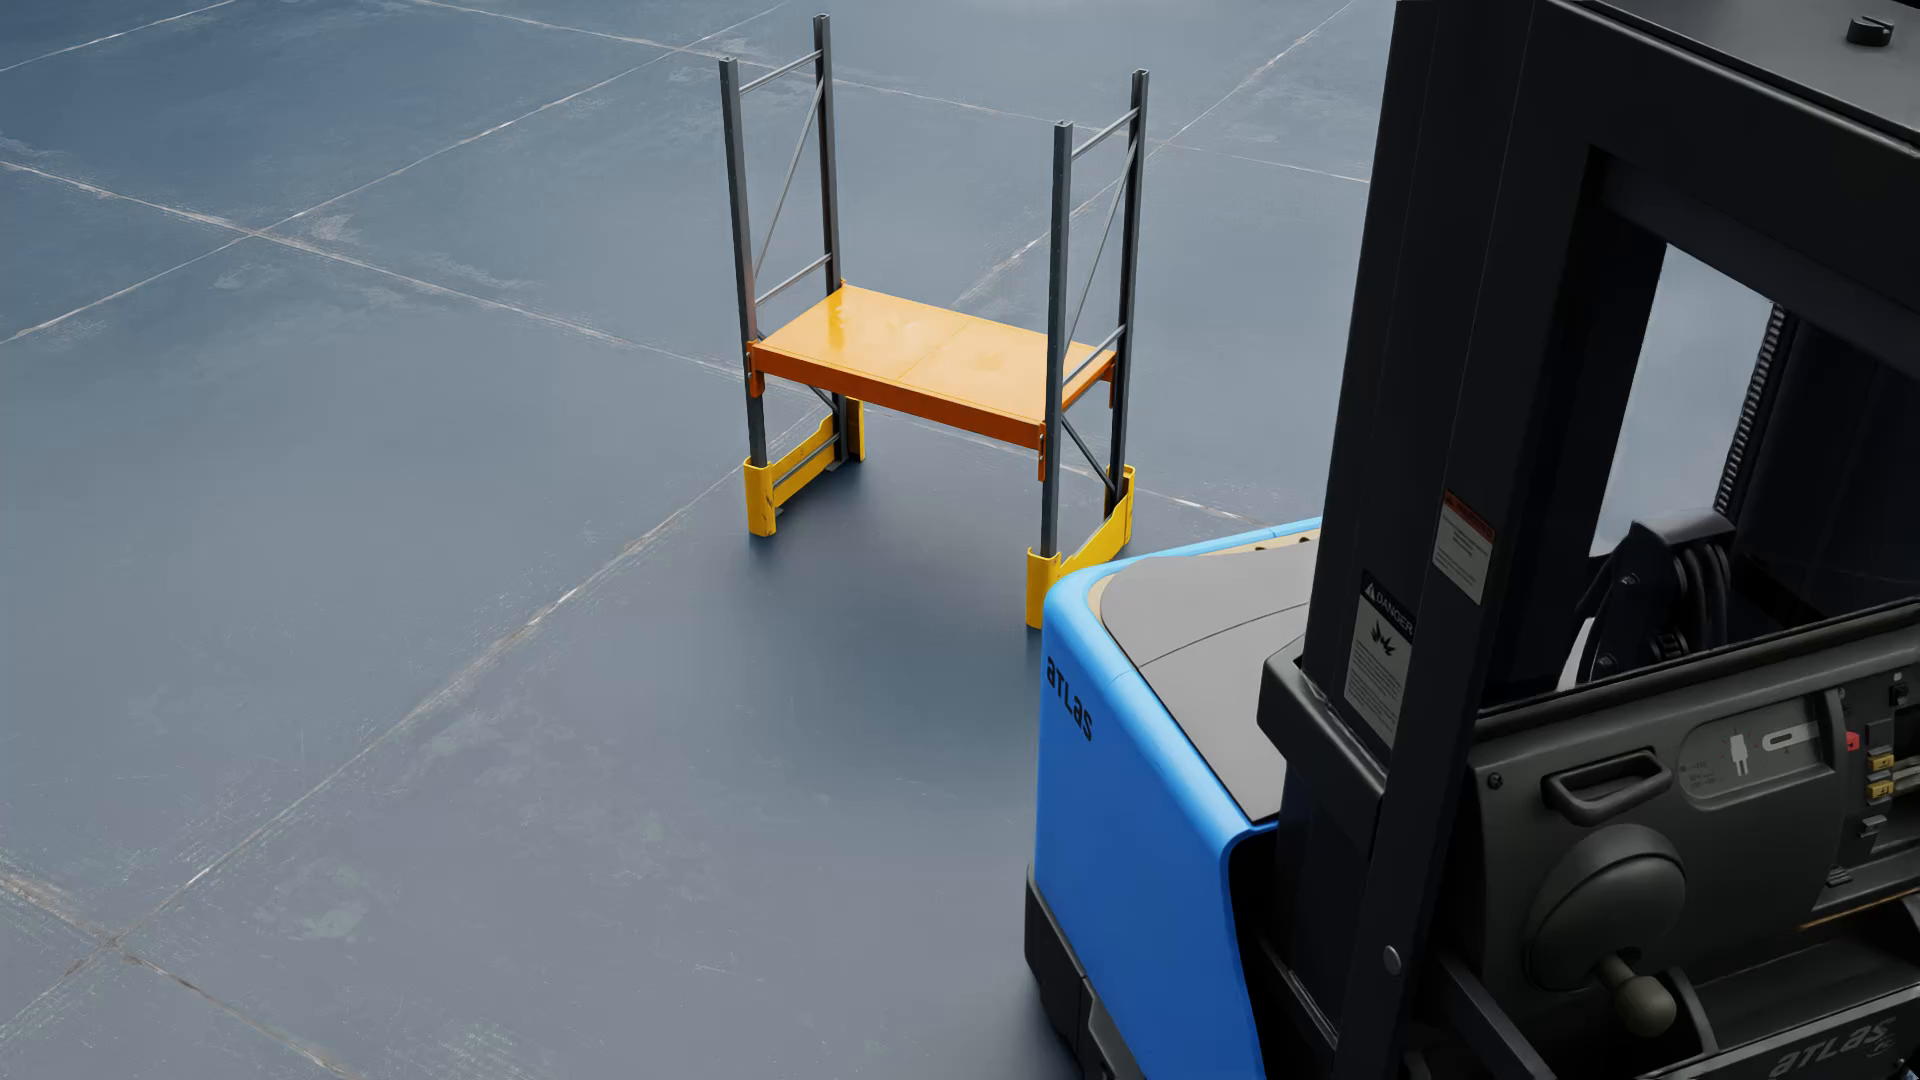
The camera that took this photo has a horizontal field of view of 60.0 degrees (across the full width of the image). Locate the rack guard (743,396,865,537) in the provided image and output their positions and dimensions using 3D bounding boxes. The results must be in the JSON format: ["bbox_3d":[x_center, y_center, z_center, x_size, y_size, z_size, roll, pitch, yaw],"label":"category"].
[{"bbox_3d":[-0.499,-0.262,5.418,0.087,0.250,0.587,18,37,24],"label":"rack guard"}]

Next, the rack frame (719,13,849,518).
[{"bbox_3d":[-0.515,-0.788,5.079,0.032,1.500,0.500,18,37,24],"label":"rack frame"}]

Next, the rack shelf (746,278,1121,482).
[{"bbox_3d":[-0.074,-0.498,4.969,1.000,0.185,0.538,18,37,24],"label":"rack shelf"}]

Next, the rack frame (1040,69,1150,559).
[{"bbox_3d":[0.367,-0.508,4.660,0.032,1.500,0.500,18,37,24],"label":"rack frame"}]

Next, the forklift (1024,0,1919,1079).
[{"bbox_3d":[1.135,0.412,1.987,1.130,2.935,3.031,-12,35,-17],"label":"forklift"}]

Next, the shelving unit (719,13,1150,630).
[{"bbox_3d":[-0.066,-0.645,4.866,1.083,1.500,0.587,18,37,24],"label":"shelving unit"}]

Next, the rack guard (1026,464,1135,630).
[{"bbox_3d":[0.366,0.012,5.007,0.087,0.250,0.587,18,37,24],"label":"rack guard"}]
